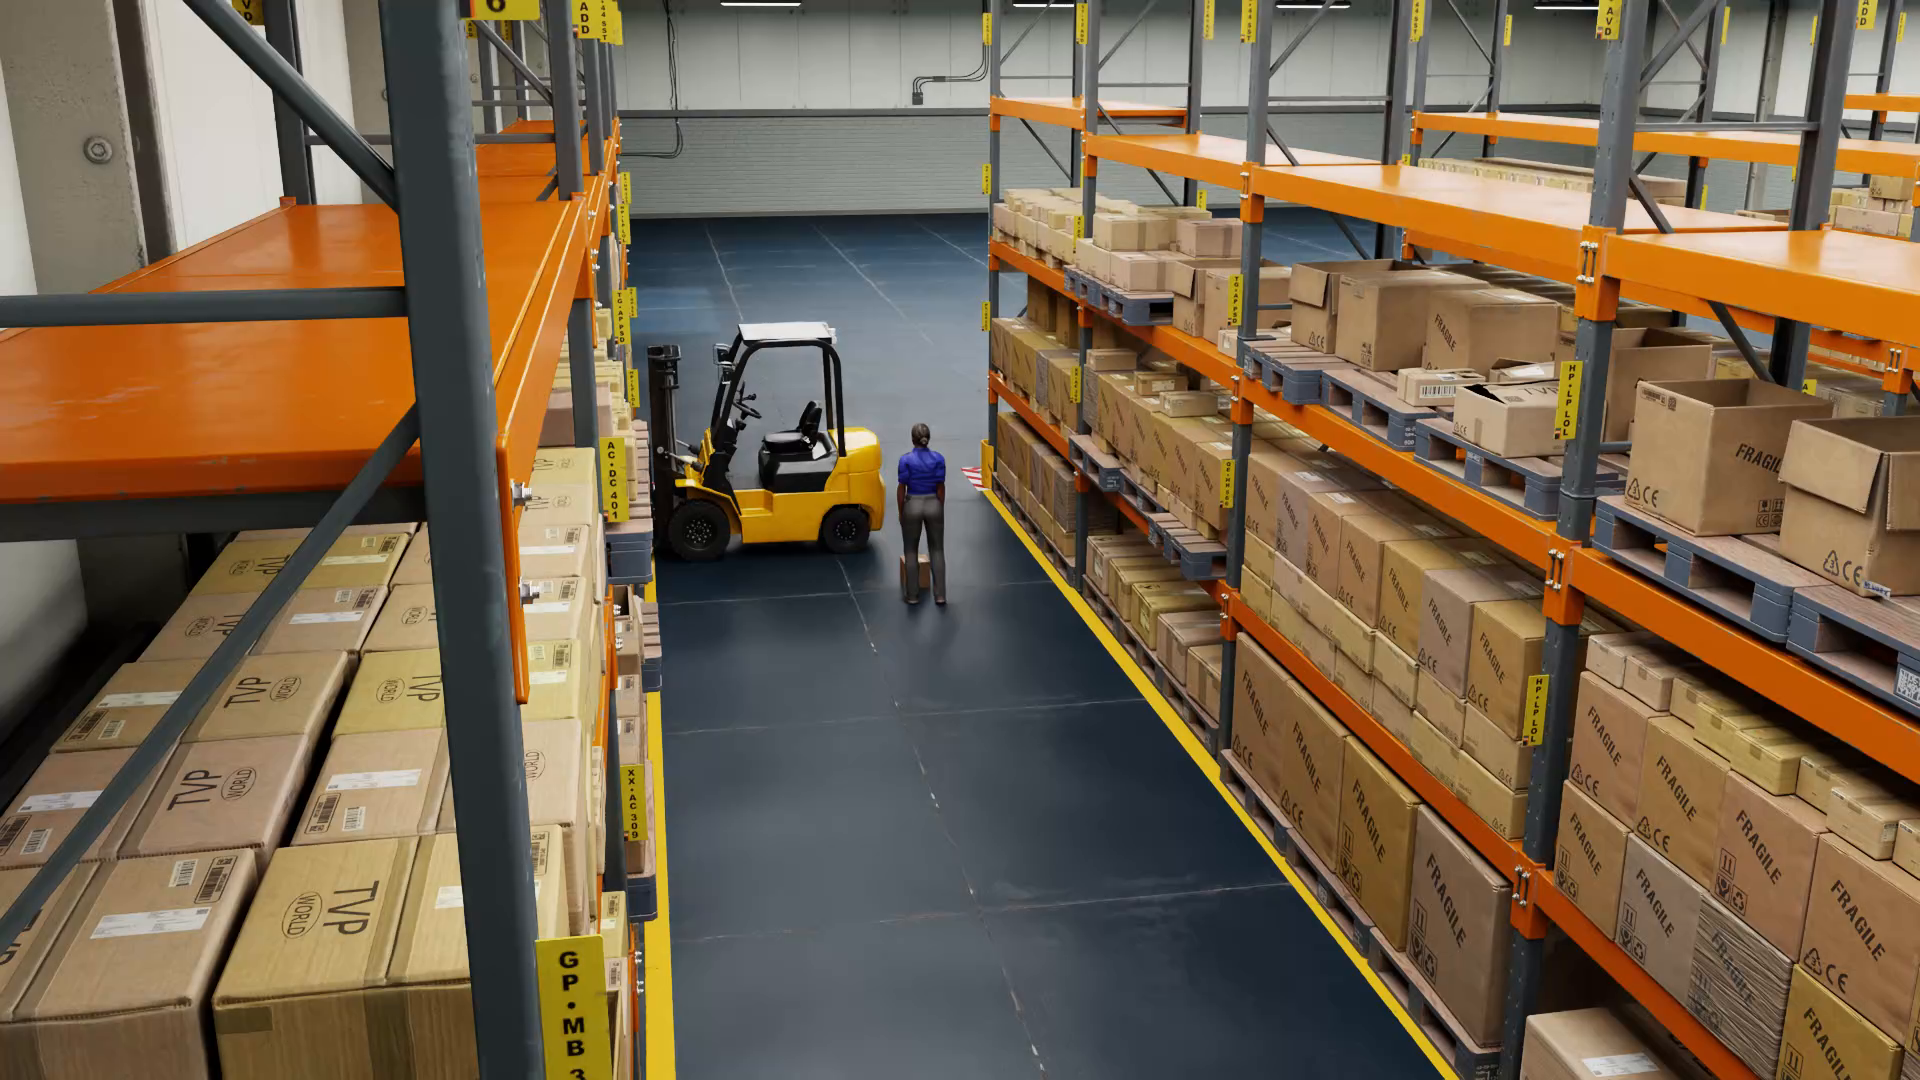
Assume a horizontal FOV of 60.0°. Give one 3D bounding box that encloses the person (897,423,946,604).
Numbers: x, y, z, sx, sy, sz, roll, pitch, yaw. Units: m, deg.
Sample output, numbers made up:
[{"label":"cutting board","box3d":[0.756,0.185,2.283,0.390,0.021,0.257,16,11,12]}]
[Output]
[{"label":"person","box3d":[-0.343,-0.223,14.869,0.444,1.692,0.324,-3,17,-9]}]
